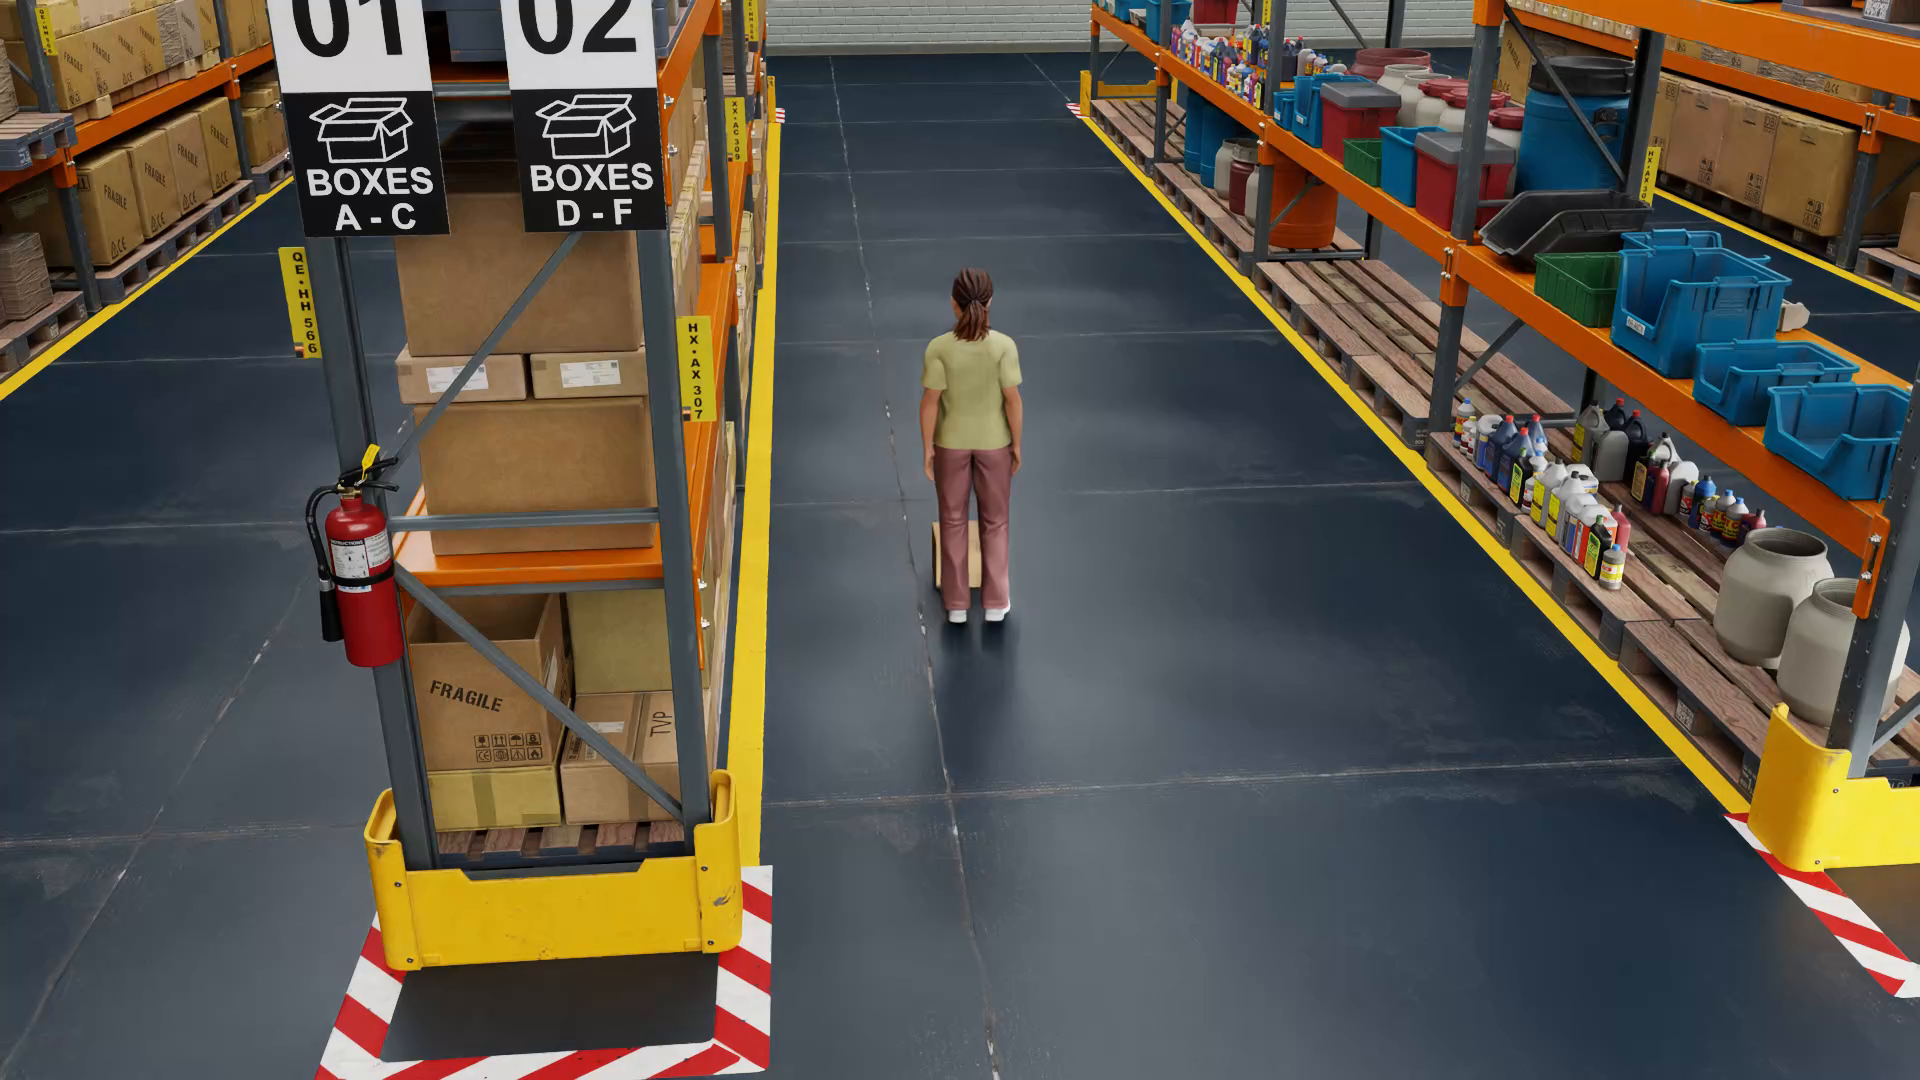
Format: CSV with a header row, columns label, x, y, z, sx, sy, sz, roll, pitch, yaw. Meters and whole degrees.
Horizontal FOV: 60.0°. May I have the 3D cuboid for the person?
label,x,y,z,sx,sy,sz,roll,pitch,yaw
person,0.050,-0.401,7.479,0.454,1.696,0.424,0,24,0
